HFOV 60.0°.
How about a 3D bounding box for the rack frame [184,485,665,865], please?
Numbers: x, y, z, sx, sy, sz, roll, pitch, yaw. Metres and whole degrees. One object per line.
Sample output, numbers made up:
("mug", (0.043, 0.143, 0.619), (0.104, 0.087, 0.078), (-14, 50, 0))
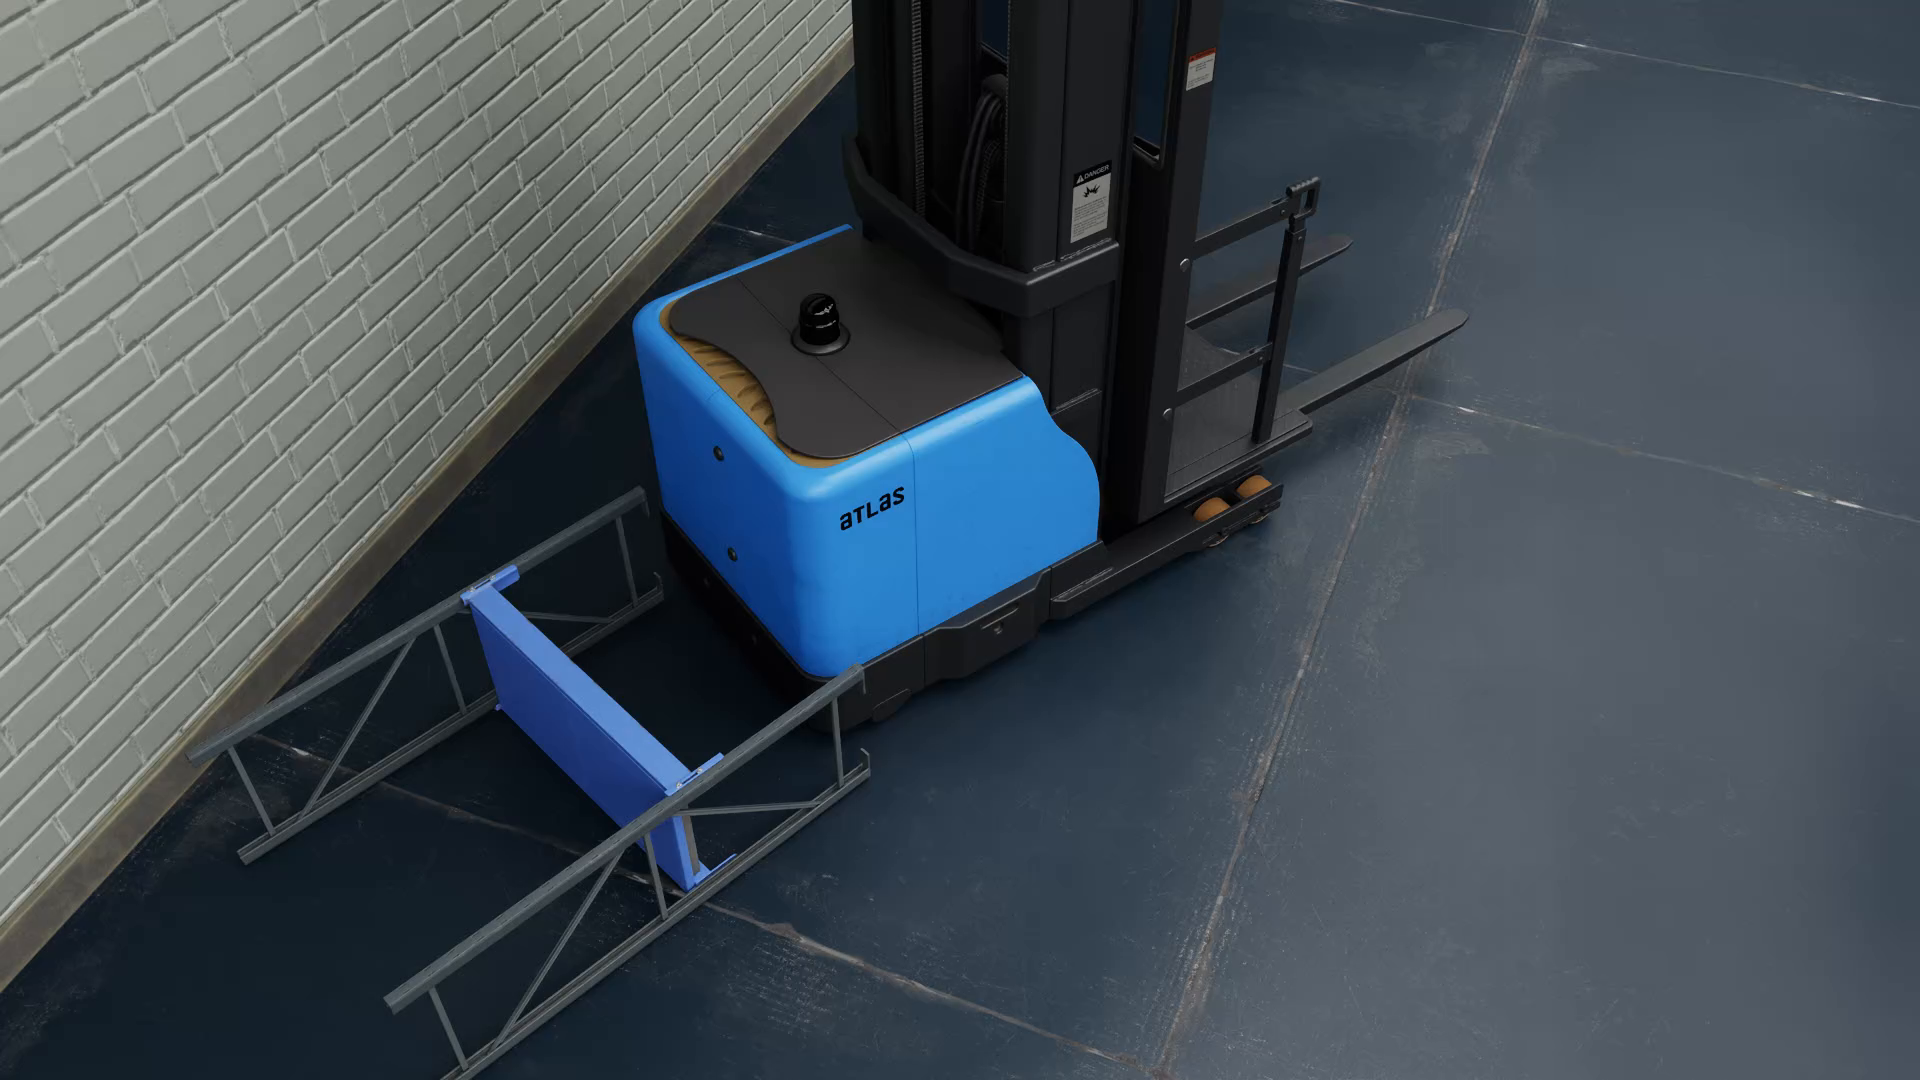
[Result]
("rack frame", (-1.527, 0.383, 4.983), (1.500, 0.500, 0.032), (-35, 54, -30))

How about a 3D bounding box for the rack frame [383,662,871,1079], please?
("rack frame", (-0.817, 0.896, 4.468), (1.500, 0.500, 0.032), (-35, 54, -30))

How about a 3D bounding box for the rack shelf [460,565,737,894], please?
("rack shelf", (-1.043, 0.551, 4.814), (0.185, 0.538, 1.000), (-35, 54, -30))

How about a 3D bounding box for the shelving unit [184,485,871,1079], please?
("shelving unit", (-1.172, 0.640, 4.725), (1.500, 0.538, 1.048), (-35, 54, -30))

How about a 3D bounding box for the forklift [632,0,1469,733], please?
("forklift", (0.505, -1.296, 4.974), (3.031, 2.935, 1.130), (-27, 51, -24))
